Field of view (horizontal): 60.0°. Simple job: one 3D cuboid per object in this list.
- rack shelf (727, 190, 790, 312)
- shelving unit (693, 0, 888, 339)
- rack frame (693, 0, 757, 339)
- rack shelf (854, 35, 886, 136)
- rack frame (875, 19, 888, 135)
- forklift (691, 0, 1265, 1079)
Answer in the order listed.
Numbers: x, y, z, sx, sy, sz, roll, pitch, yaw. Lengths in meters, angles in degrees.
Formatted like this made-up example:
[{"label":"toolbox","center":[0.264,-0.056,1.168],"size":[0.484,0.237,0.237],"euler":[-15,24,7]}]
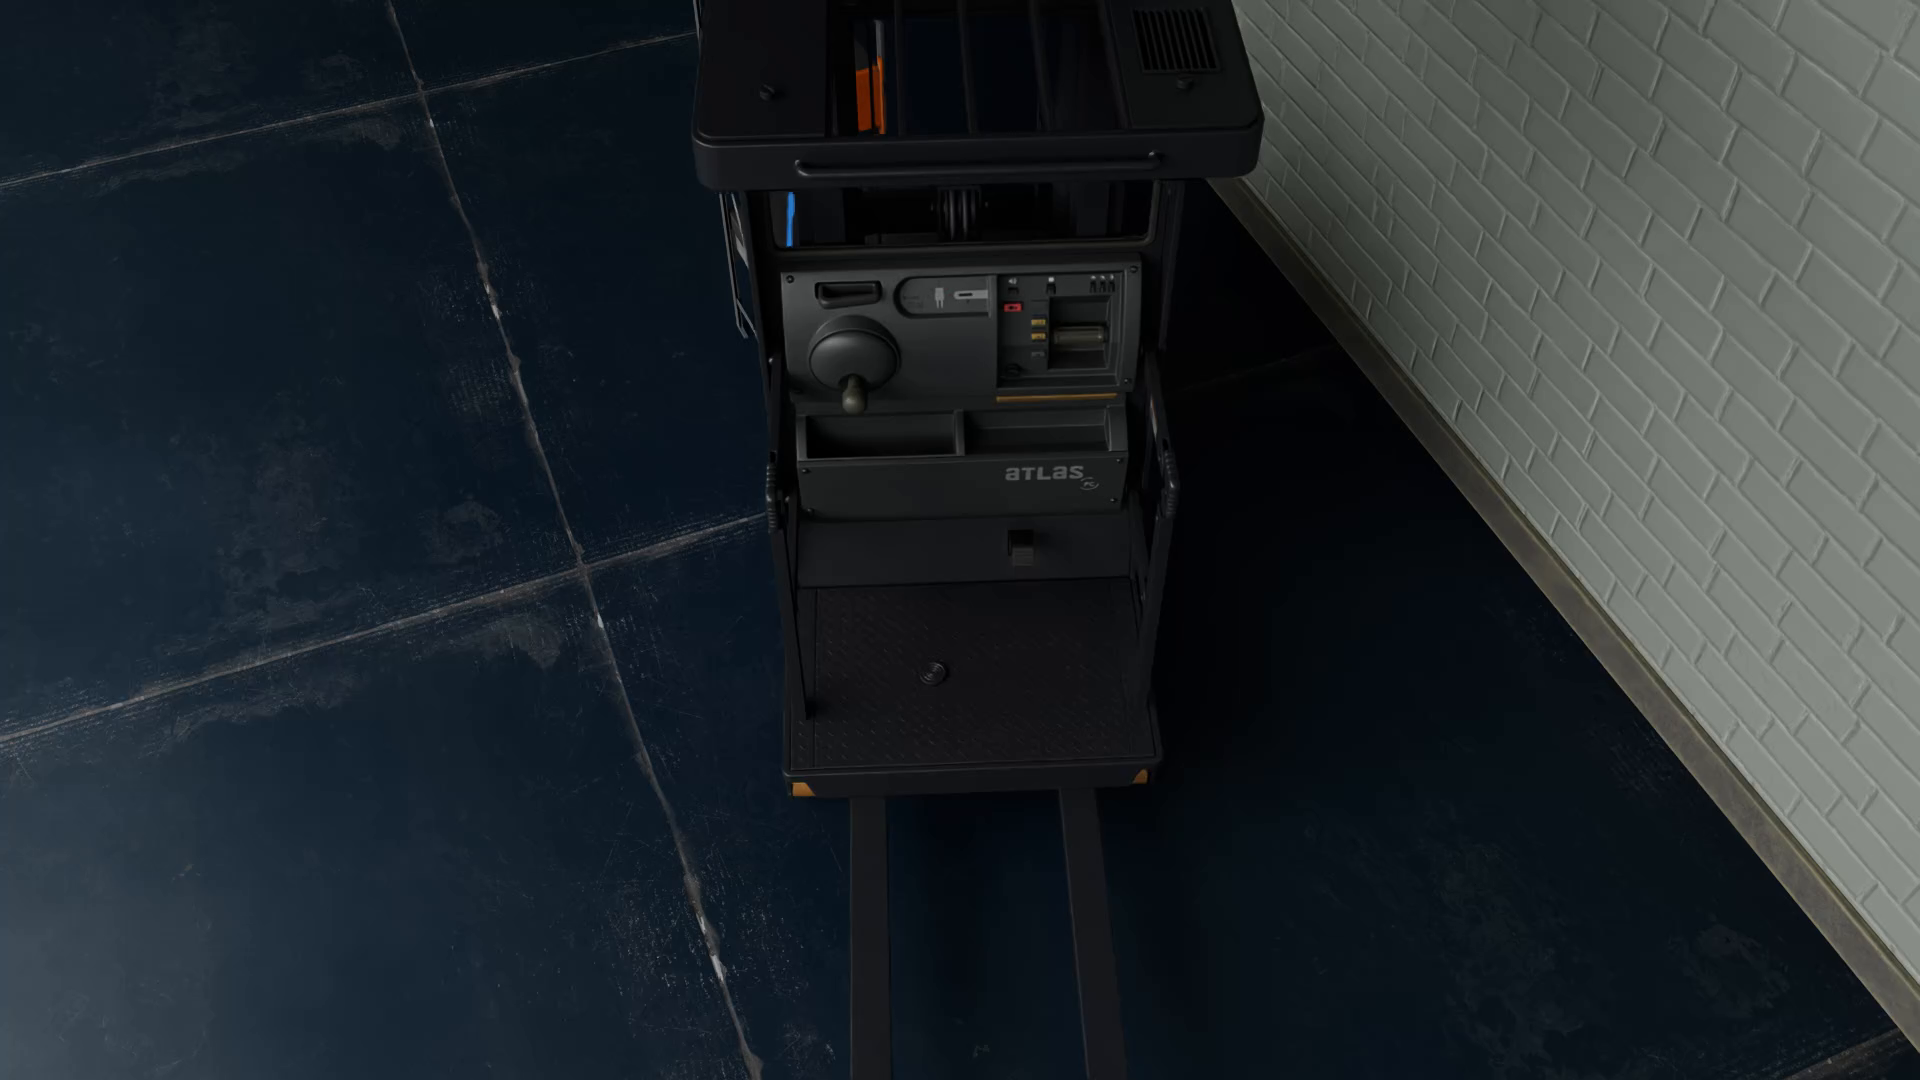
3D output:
[{"label":"rack shelf","center":[-0.555,-1.000,6.165],"size":[0.480,0.518,0.431],"euler":[-20,52,-16]},{"label":"shelving unit","center":[-0.555,-1.465,5.624],"size":[0.503,2.100,0.431],"euler":[-20,52,-16]},{"label":"rack frame","center":[-0.776,-1.385,5.555],"size":[0.015,2.100,0.400],"euler":[-20,52,-16]},{"label":"rack shelf","center":[-0.555,-1.456,5.634],"size":[0.480,0.518,0.431],"euler":[-20,52,-16]},{"label":"rack frame","center":[-0.335,-1.544,5.692],"size":[0.015,2.100,0.400],"euler":[-20,52,-16]},{"label":"forklift","center":[0.018,-0.433,4.190],"size":[1.130,2.935,3.031],"euler":[-2,49,-2]}]
